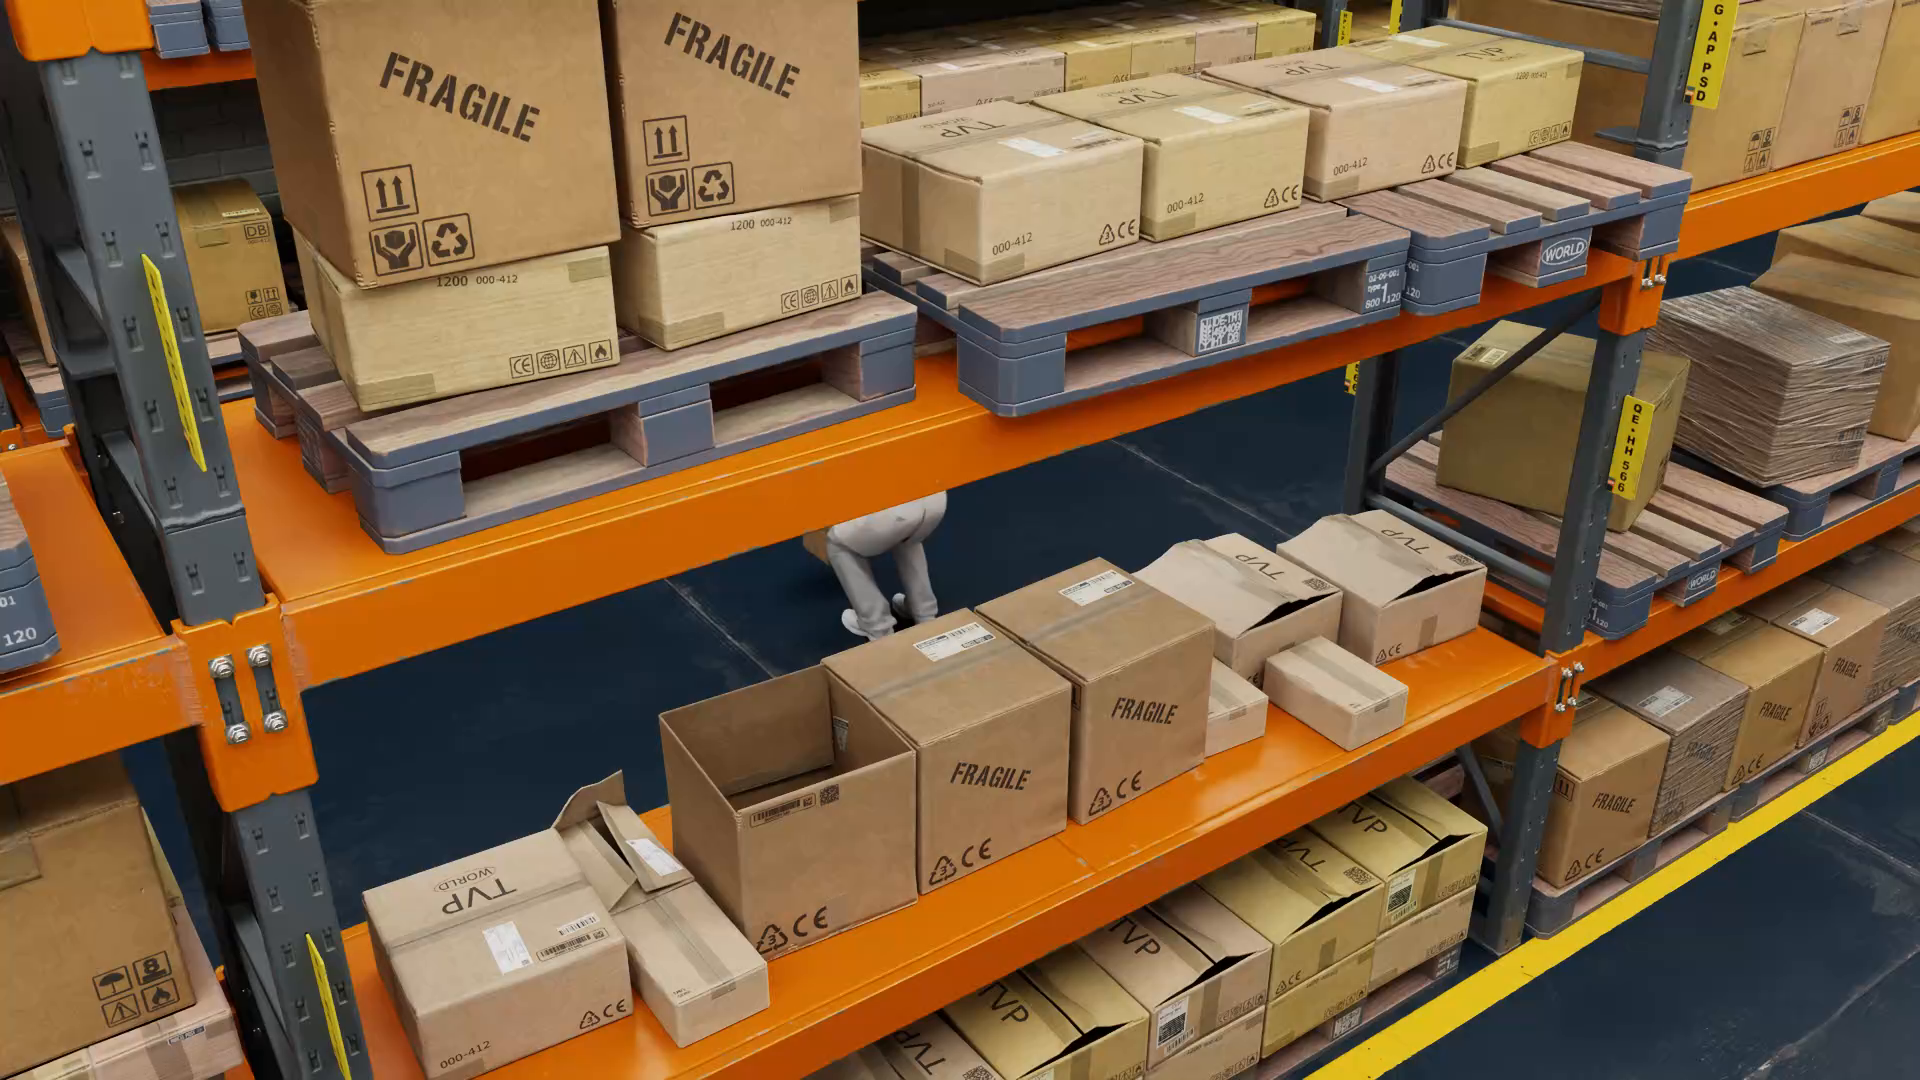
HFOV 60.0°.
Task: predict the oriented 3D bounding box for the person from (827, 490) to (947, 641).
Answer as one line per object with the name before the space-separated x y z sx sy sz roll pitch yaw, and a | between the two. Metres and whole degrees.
person | -0.391 -0.212 7.895 0.628 1.442 0.700 -18 33 -31
